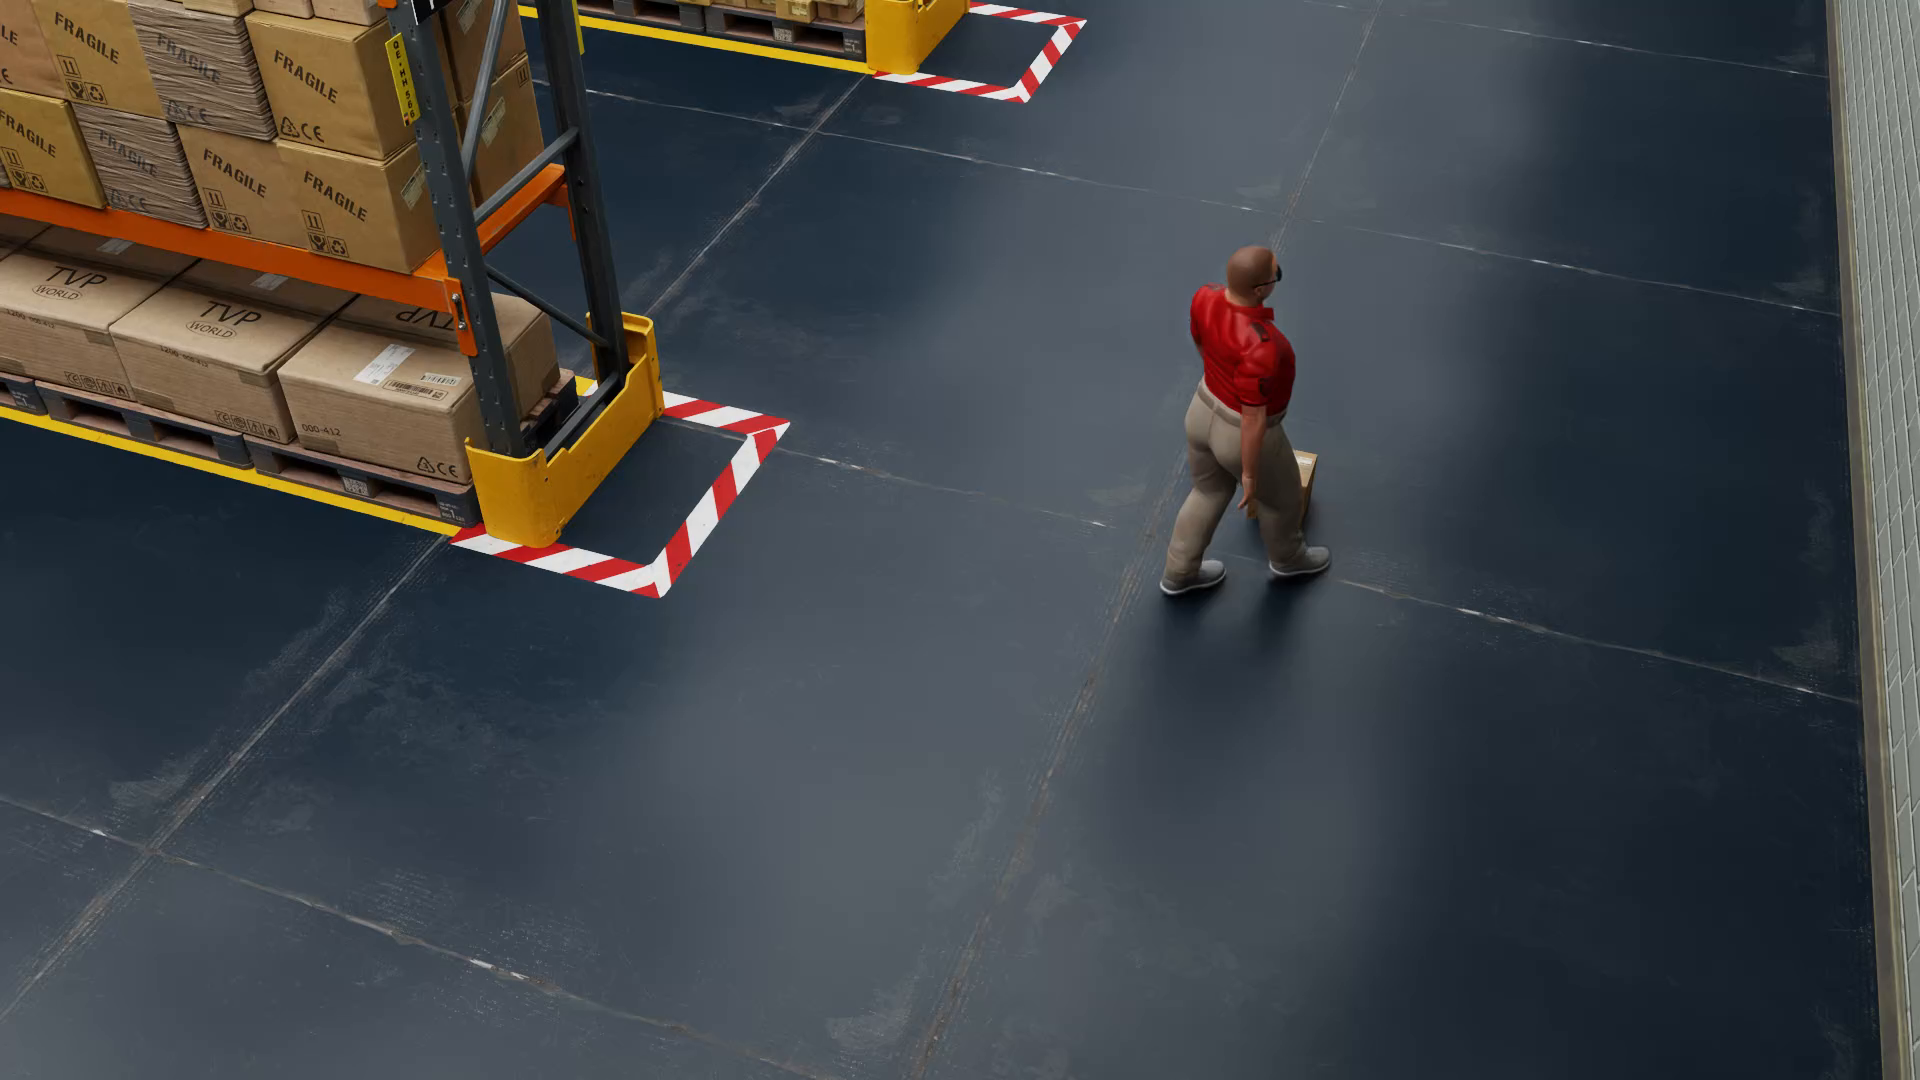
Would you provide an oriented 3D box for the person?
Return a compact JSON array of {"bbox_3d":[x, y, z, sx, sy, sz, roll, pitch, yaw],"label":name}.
[{"bbox_3d":[1.230,-0.508,6.741,0.779,1.702,0.594,-22,46,-23],"label":"person"}]
